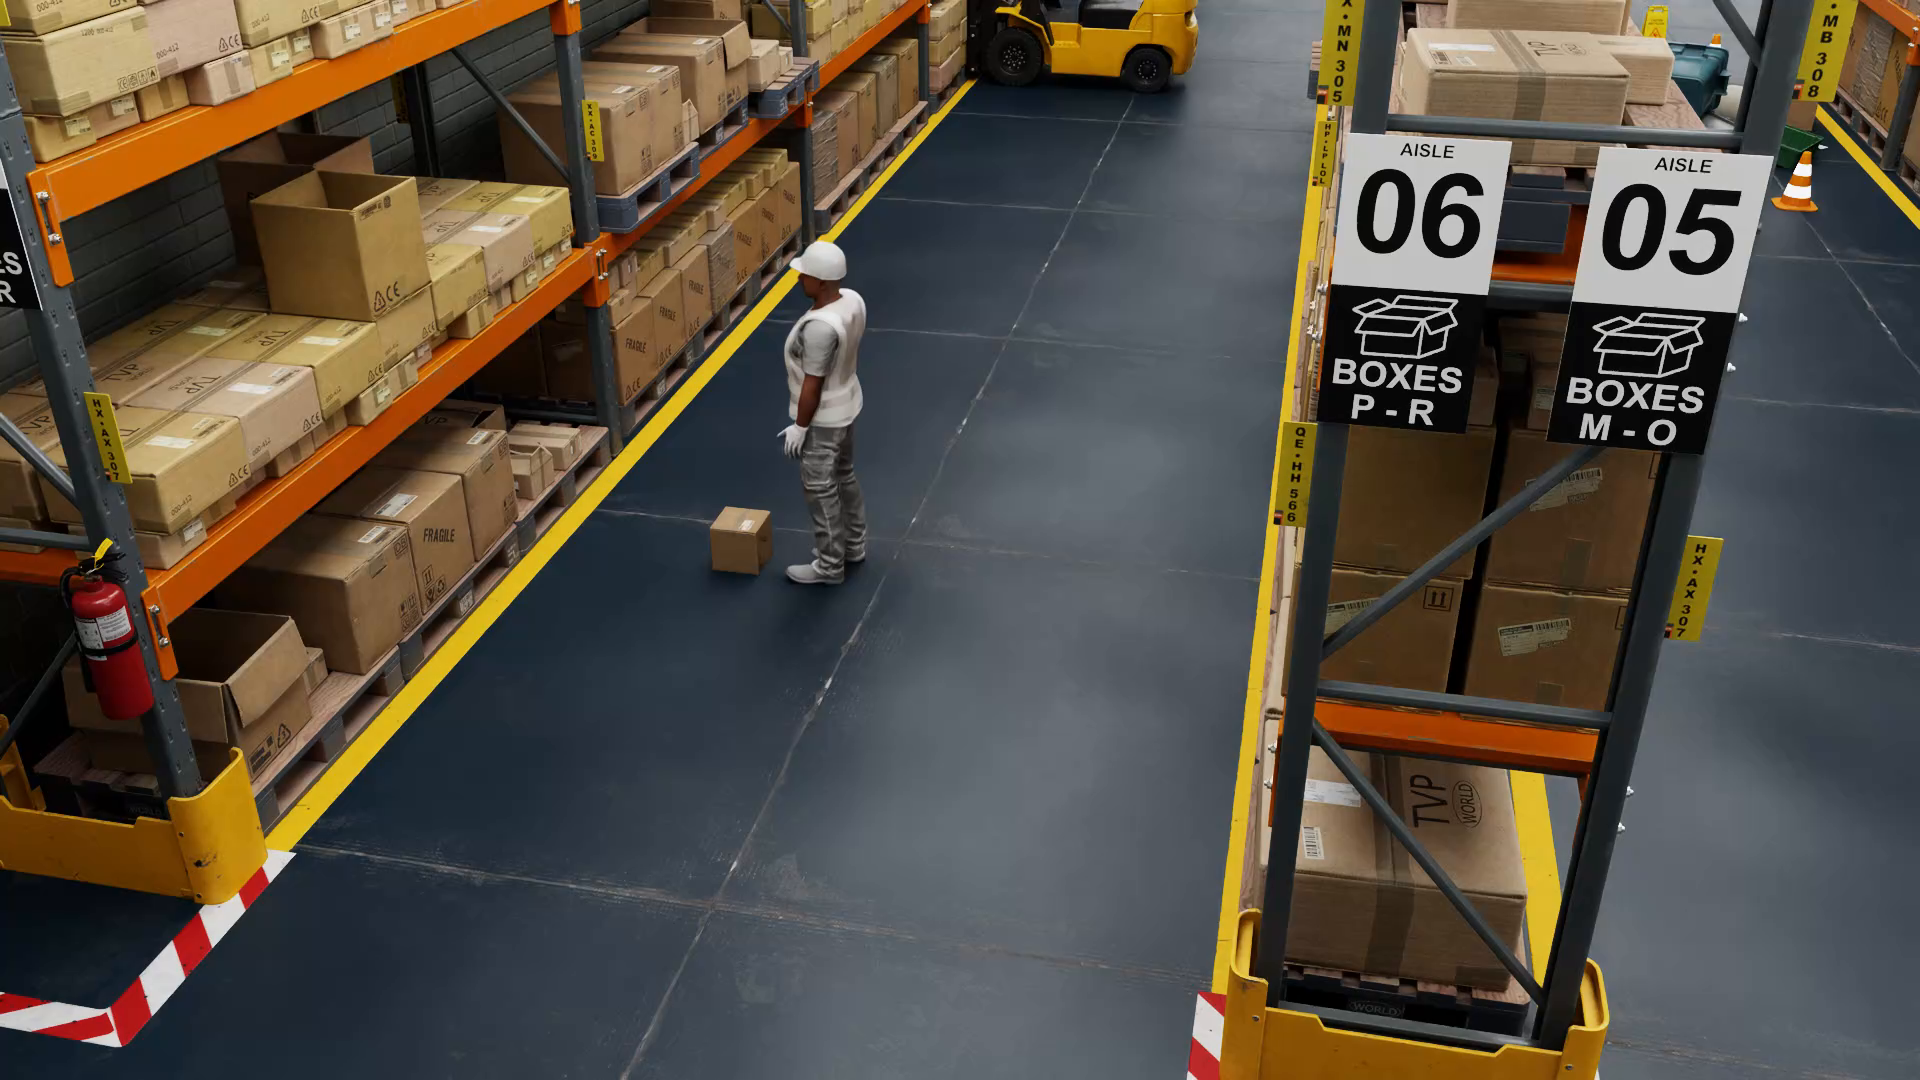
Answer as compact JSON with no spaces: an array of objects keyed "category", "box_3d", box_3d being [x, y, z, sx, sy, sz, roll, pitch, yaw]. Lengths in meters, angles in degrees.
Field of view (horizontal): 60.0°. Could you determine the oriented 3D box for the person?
[{"category":"person","box_3d":[-0.683,-0.608,8.243,0.393,1.812,0.553,6,29,12]}]
